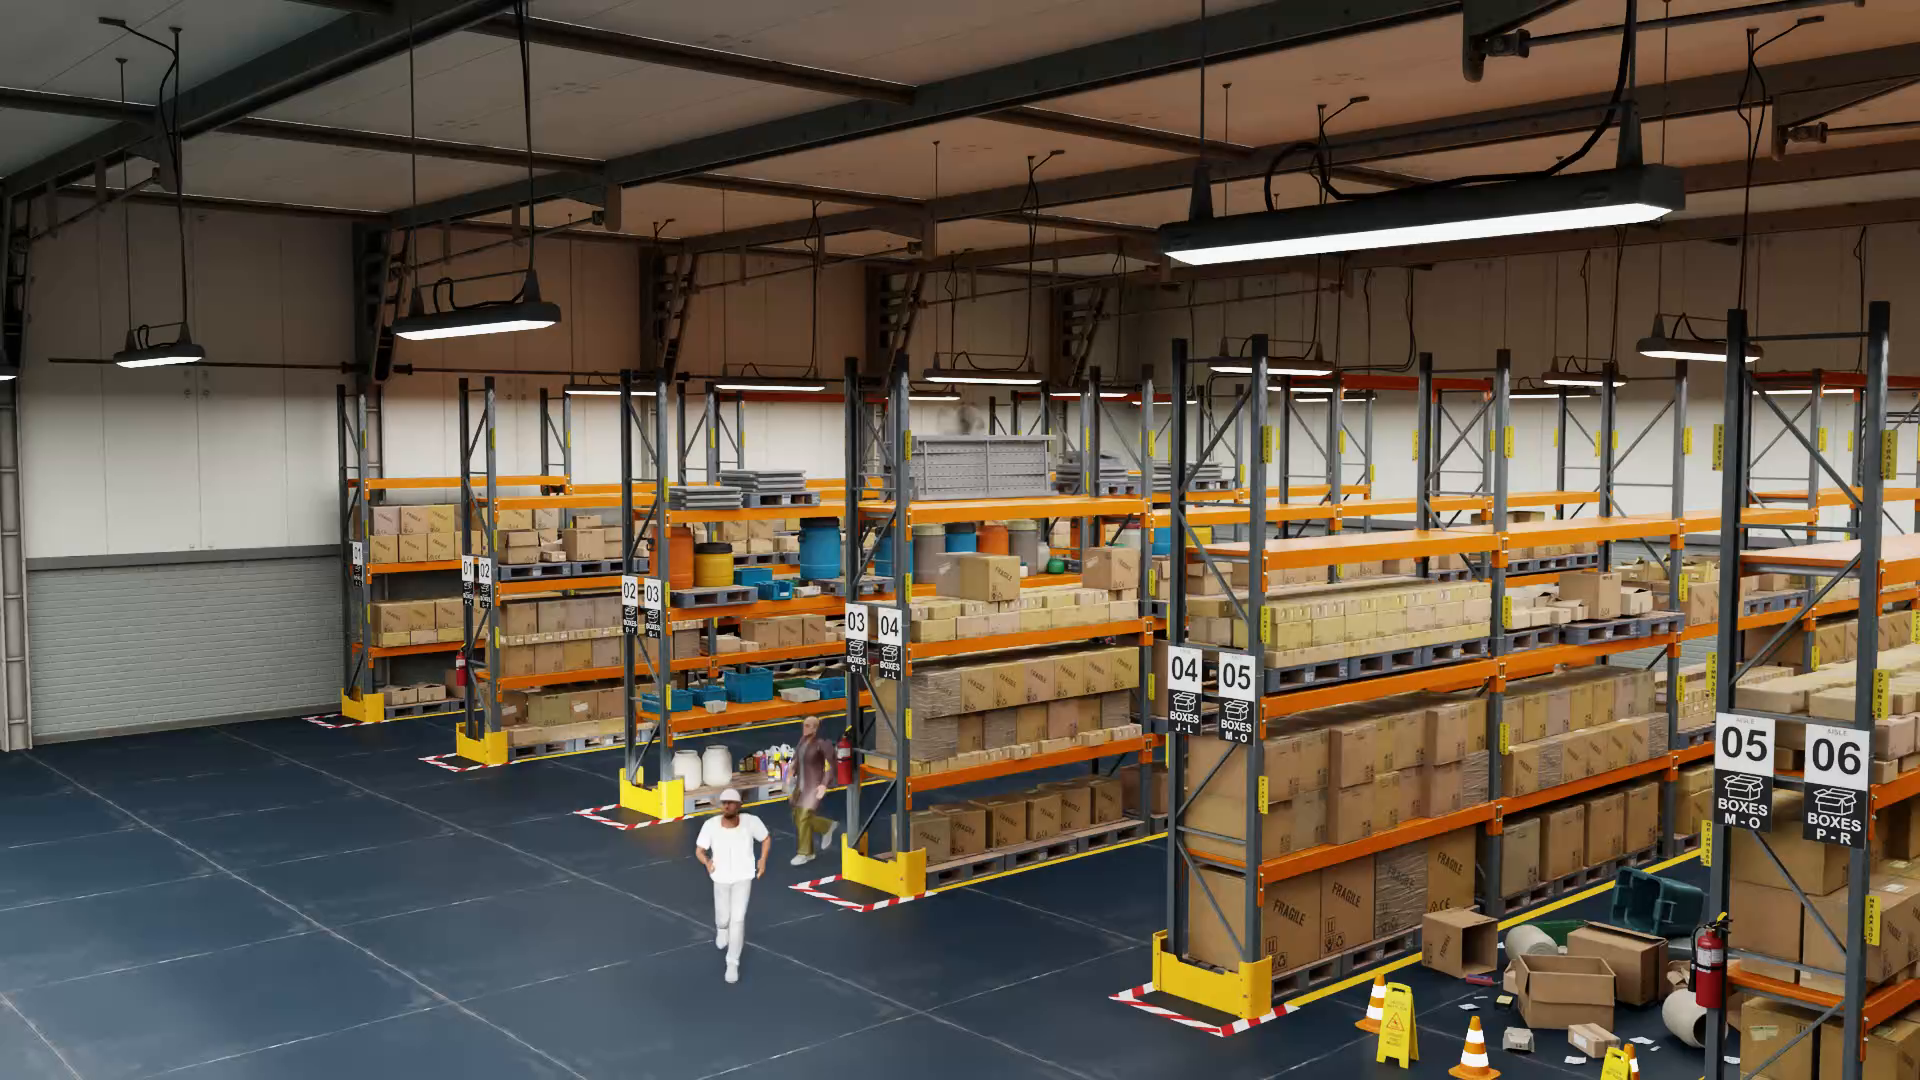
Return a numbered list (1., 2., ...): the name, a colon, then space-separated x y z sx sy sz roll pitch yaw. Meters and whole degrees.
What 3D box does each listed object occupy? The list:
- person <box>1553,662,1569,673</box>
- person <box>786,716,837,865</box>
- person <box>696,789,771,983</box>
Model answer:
1. person: 9.129 2.658 25.402 0.572 1.714 0.783 3 5 42
2. person: -1.770 2.991 20.029 0.709 1.756 0.749 -3 5 -39
3. person: -2.176 3.244 15.964 0.709 1.766 0.927 0 4 -1
